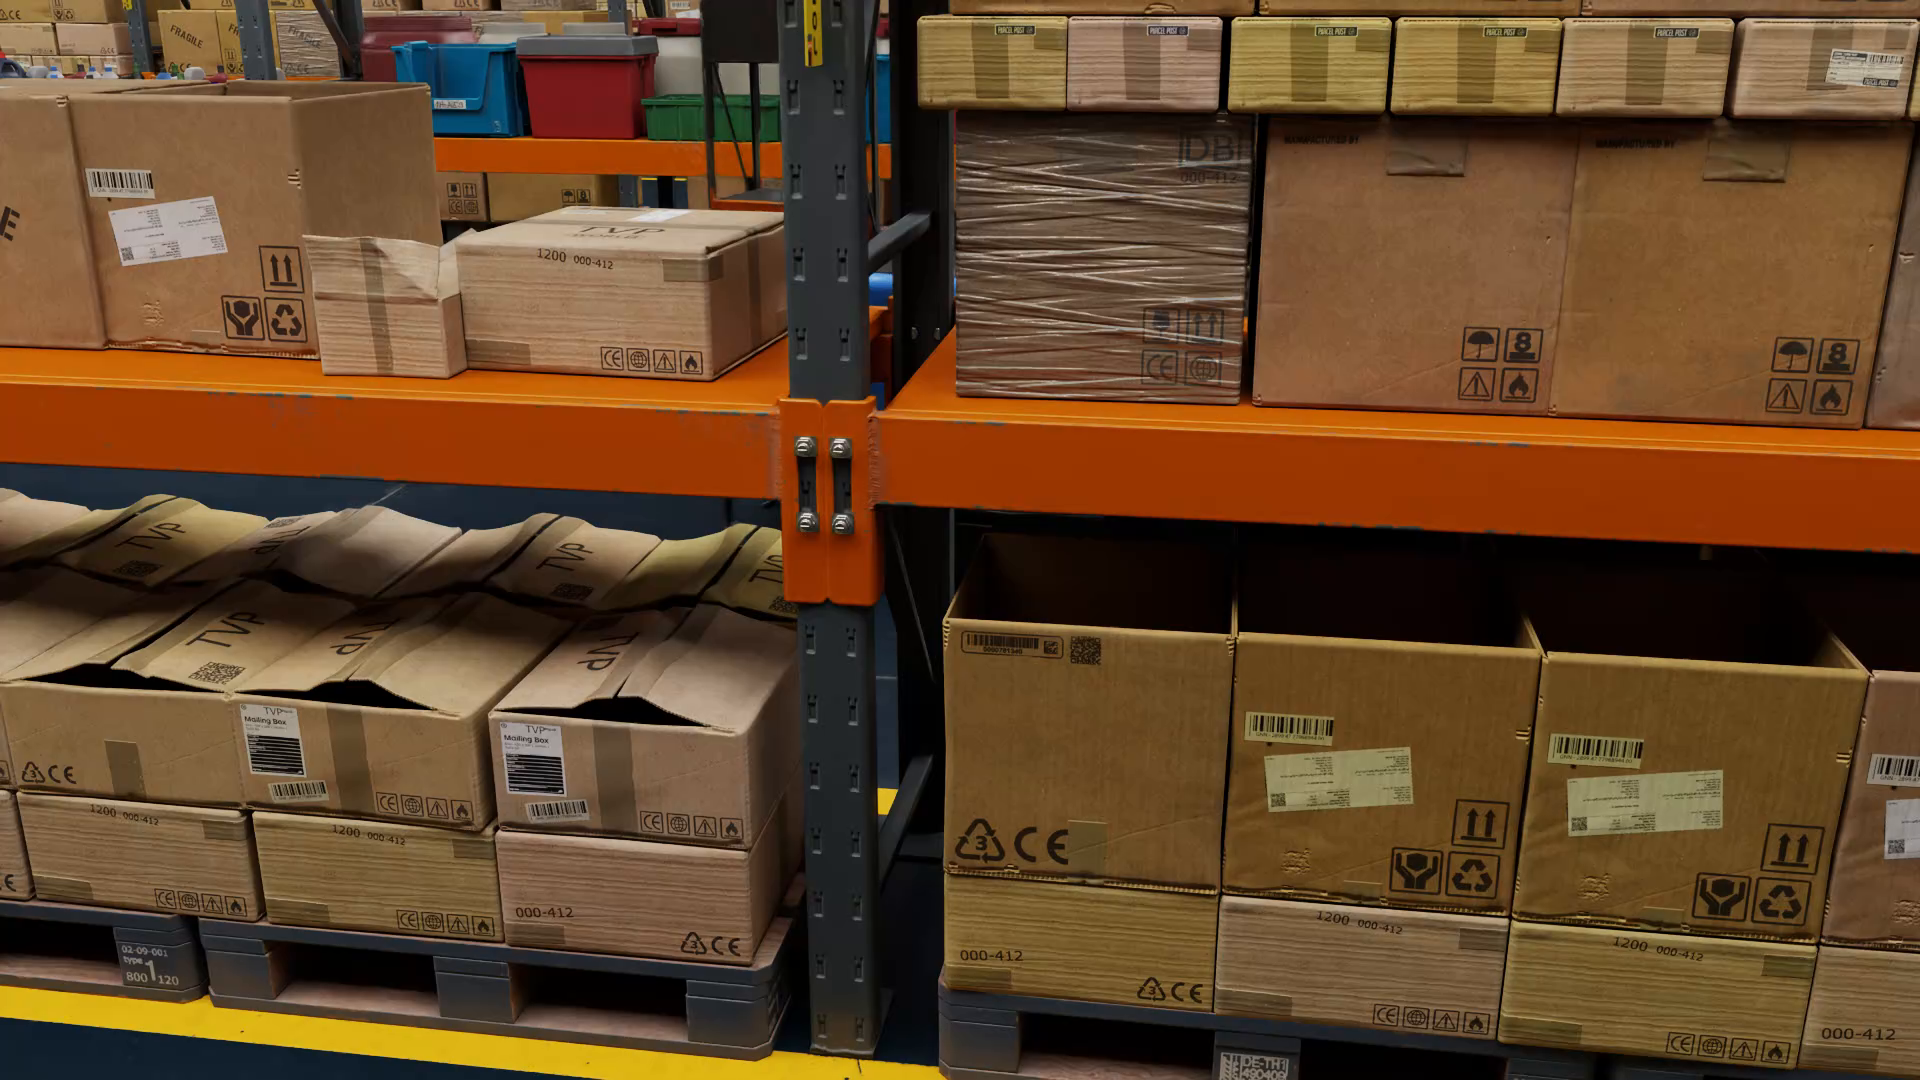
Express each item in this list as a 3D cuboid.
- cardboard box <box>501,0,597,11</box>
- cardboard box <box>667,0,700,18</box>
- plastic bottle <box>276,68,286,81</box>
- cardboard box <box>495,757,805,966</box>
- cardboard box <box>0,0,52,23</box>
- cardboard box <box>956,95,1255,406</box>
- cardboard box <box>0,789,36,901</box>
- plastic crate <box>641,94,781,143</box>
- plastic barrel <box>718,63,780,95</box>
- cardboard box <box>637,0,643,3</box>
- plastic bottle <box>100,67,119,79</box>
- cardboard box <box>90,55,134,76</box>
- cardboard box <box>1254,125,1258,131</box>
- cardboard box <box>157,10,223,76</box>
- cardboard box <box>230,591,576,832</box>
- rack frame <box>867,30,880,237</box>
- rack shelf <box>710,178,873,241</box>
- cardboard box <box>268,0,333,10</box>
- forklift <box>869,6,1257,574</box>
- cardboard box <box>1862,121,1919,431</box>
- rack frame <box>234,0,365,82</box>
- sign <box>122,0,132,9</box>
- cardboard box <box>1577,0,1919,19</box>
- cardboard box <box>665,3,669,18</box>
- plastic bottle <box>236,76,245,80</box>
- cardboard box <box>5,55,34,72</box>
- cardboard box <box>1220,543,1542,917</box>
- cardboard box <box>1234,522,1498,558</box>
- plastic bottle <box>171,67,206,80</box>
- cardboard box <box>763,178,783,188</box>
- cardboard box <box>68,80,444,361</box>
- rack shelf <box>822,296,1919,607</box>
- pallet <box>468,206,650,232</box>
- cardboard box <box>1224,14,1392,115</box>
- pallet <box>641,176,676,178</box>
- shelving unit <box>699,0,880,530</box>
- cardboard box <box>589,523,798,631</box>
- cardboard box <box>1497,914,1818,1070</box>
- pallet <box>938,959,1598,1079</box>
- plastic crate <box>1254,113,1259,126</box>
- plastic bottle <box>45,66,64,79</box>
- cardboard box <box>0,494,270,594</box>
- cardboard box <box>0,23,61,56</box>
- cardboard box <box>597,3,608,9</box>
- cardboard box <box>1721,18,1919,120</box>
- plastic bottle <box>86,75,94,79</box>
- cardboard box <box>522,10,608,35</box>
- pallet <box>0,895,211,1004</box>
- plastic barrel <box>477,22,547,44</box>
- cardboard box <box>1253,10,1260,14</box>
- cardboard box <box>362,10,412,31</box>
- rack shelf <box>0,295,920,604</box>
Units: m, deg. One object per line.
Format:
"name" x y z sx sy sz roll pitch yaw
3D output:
"cardboard box" -3.247 -4.433 13.085 0.637 0.503 0.797 4 19 11
"cardboard box" -1.988 -4.099 13.008 0.500 0.500 0.500 1 19 2
"plastic bottle" -3.689 -2.380 8.884 0.135 0.276 0.152 3 19 9
"cardboard box" -0.609 0.612 3.419 0.500 0.250 0.500 3 19 8
"cardboard box" -7.467 -4.460 13.492 0.500 0.500 0.500 3 19 9
"cardboard box" 0.286 -0.590 3.181 0.500 0.500 0.700 2 19 7
"cardboard box" -2.115 0.534 3.651 0.500 0.250 0.500 3 19 10
"plastic crate" -1.128 -2.013 7.927 0.662 0.188 0.450 3 19 9
"plastic barrel" -0.998 -2.333 8.333 0.433 0.535 0.433 0 18 0
"cardboard box" -3.205 -5.712 17.445 0.250 0.149 0.380 3 19 9
"plastic bottle" -4.616 -2.434 9.053 0.097 0.271 0.097 0 18 0
"cardboard box" -6.830 -3.862 13.515 0.250 0.149 0.380 3 19 9
"cardboard box" 2.918 -4.353 17.272 0.875 0.875 0.875 3 19 9
"cardboard box" -6.062 -4.015 13.417 0.500 0.500 0.500 3 19 9
"cardboard box" -1.113 0.321 3.404 0.500 0.311 0.500 3 19 10
"rack frame" -0.377 -1.040 6.102 0.015 2.100 0.400 7 20 19
"rack shelf" -0.607 -1.053 6.185 0.480 0.518 0.431 7 20 19
"cardboard box" -5.169 -4.524 13.359 0.637 0.503 0.797 3 19 9
"forklift" 1.065 -1.272 5.484 3.031 2.935 1.130 7 20 19
"cardboard box" 1.808 -0.514 2.953 0.500 0.500 0.700 3 19 10
"rack frame" -3.313 -2.316 8.497 0.127 3.000 1.000 3 19 9
"sign" -6.564 -4.343 13.066 0.005 0.325 0.100 3 19 9
"cardboard box" 1.279 -1.155 2.825 0.500 0.500 0.700 3 19 9
"cardboard box" -2.972 -5.558 17.451 0.250 0.149 0.380 3 19 9
"plastic bottle" -3.713 -2.332 8.742 0.135 0.276 0.152 3 19 9
"cardboard box" -7.592 -3.901 13.631 0.250 0.149 0.380 3 19 10
"cardboard box" 0.750 0.330 3.078 0.500 0.500 0.500 3 19 9
"cardboard box" 0.831 0.170 3.557 0.500 0.500 0.500 3 19 9
"plastic bottle" -4.146 -2.403 8.954 0.135 0.276 0.152 3 19 9
"cardboard box" -1.313 -2.839 13.308 0.500 0.500 0.700 1 19 4
"cardboard box" -1.429 -0.681 3.452 0.500 0.500 0.500 4 19 13
"rack shelf" 1.821 -0.121 3.071 4.000 0.370 1.077 3 19 9
"pallet" -3.294 -2.608 13.766 1.213 0.211 1.003 3 19 9
"cardboard box" 0.584 -0.819 2.843 0.250 0.149 0.380 2 19 7
"pallet" -3.614 -4.196 18.511 1.213 0.211 1.003 3 19 9
"shelving unit" -0.607 -1.066 6.181 0.503 2.100 0.431 7 20 19
"cardboard box" -0.522 0.177 3.834 0.500 0.311 0.500 3 19 9
"cardboard box" 1.242 0.714 3.114 0.500 0.250 0.500 3 19 9
"pallet" 0.625 0.813 3.542 1.213 0.211 1.003 3 19 9
"plastic crate" 1.133 -2.019 7.707 0.504 0.338 0.767 3 19 9
"plastic bottle" -4.940 -2.450 9.102 0.097 0.271 0.097 0 18 0
"cardboard box" -2.040 0.100 4.064 0.500 0.311 0.500 3 19 10
"cardboard box" -7.466 -4.104 13.609 0.500 0.250 0.500 3 19 10
"cardboard box" -3.730 -5.597 17.568 0.250 0.149 0.380 3 19 8
"cardboard box" 1.354 -0.780 2.727 0.250 0.149 0.380 2 19 7
"plastic bottle" -4.311 -2.174 8.277 0.097 0.271 0.097 0 18 0
"cardboard box" -3.054 -3.862 12.961 0.500 0.500 0.500 4 19 10
"pallet" -2.095 0.674 3.956 1.213 0.211 1.003 3 19 9
"plastic barrel" -2.264 -2.384 8.525 0.421 0.512 0.421 0 18 0
"cardboard box" 0.652 -0.946 3.223 0.250 0.149 0.380 2 19 7
"cardboard box" -4.561 -3.940 13.194 0.500 0.500 0.500 3 19 10
"rack shelf" -2.128 -0.322 3.673 4.000 0.370 1.077 3 19 9
